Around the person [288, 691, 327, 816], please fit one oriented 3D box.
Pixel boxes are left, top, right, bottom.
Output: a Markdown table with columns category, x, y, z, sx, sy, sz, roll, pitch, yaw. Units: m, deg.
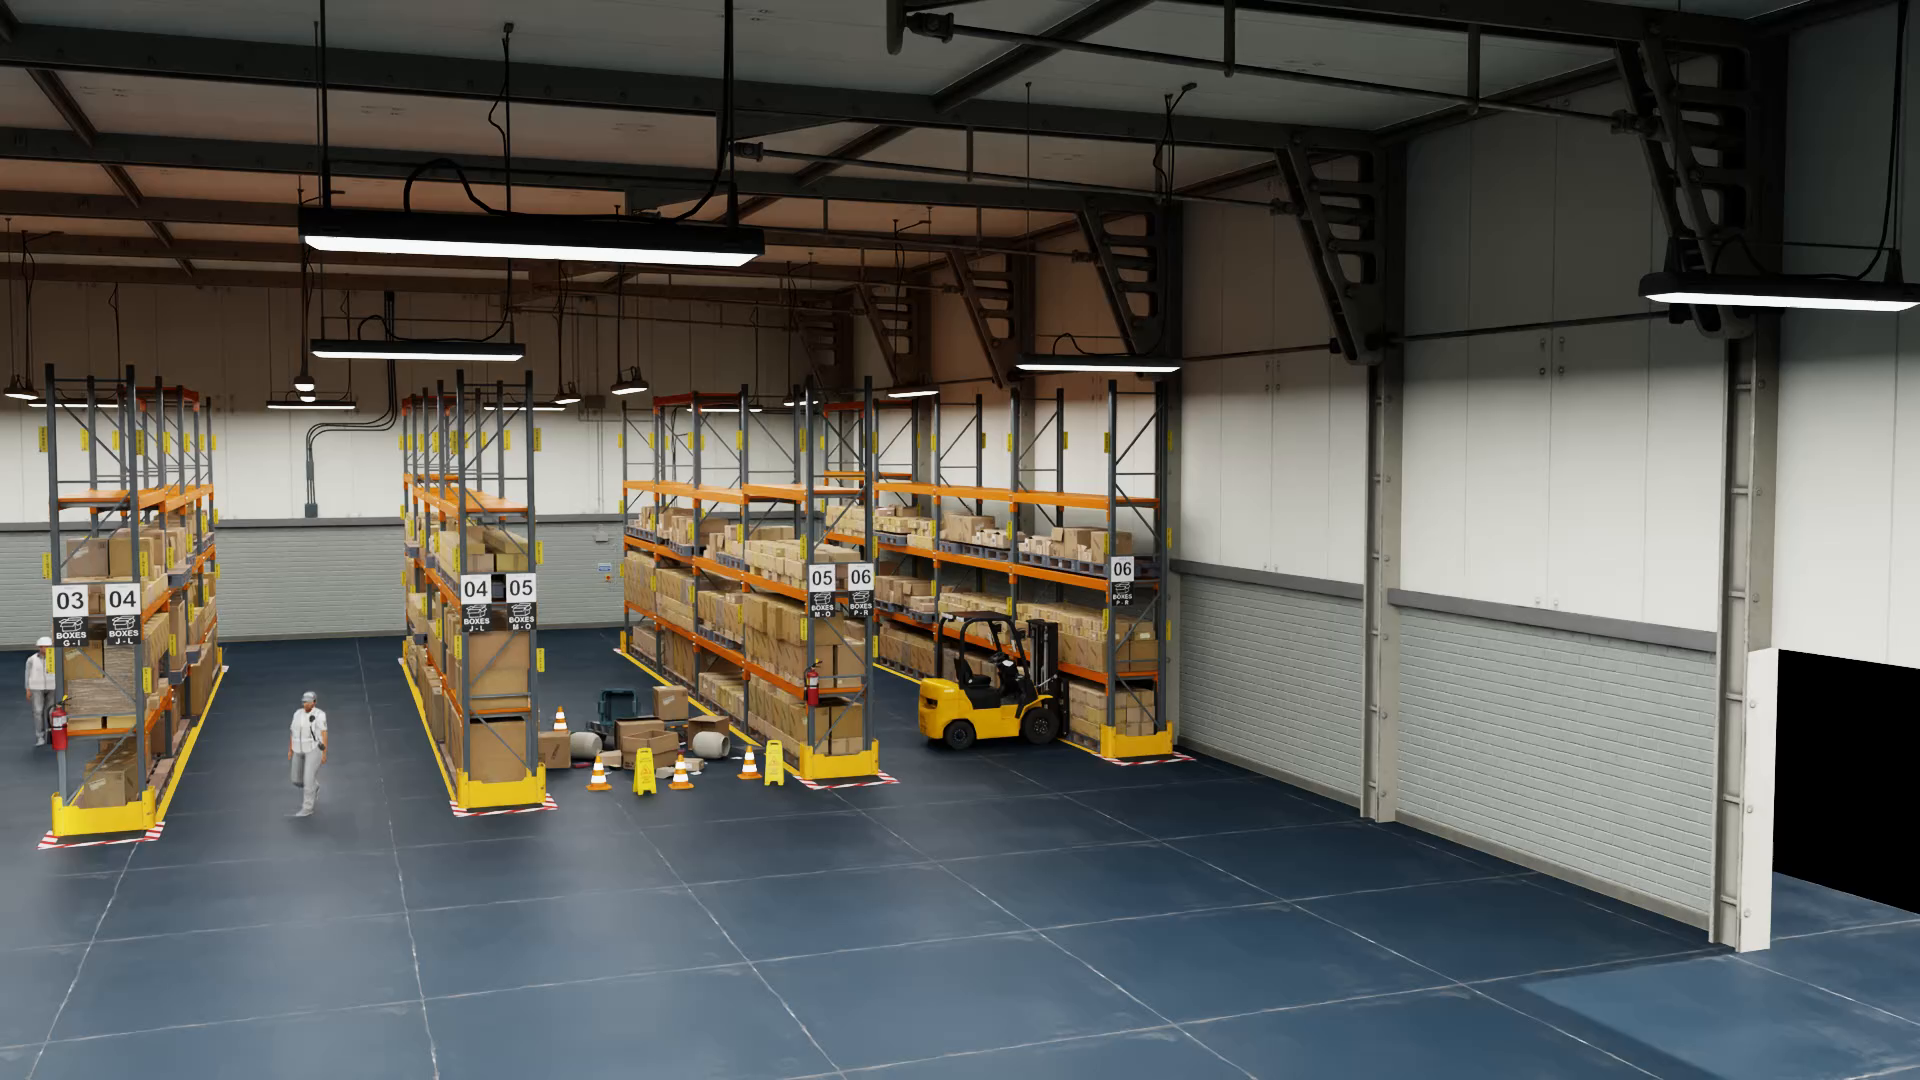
| category | x | y | z | sx | sy | sz | roll | pitch | yaw |
| --- | --- | --- | --- | --- | --- | --- | --- | --- | --- |
| person | -8.808 | 2.855 | 22.474 | 0.513 | 1.634 | 0.783 | 1 | 3 | 10 |

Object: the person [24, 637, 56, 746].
| category | x | y | z | sx | sy | sz | roll | pitch | yaw |
| --- | --- | --- | --- | --- | --- | --- | --- | --- | --- |
| person | -15.230 | 2.523 | 27.713 | 0.571 | 1.775 | 0.791 | -2 | 4 | -36 |
